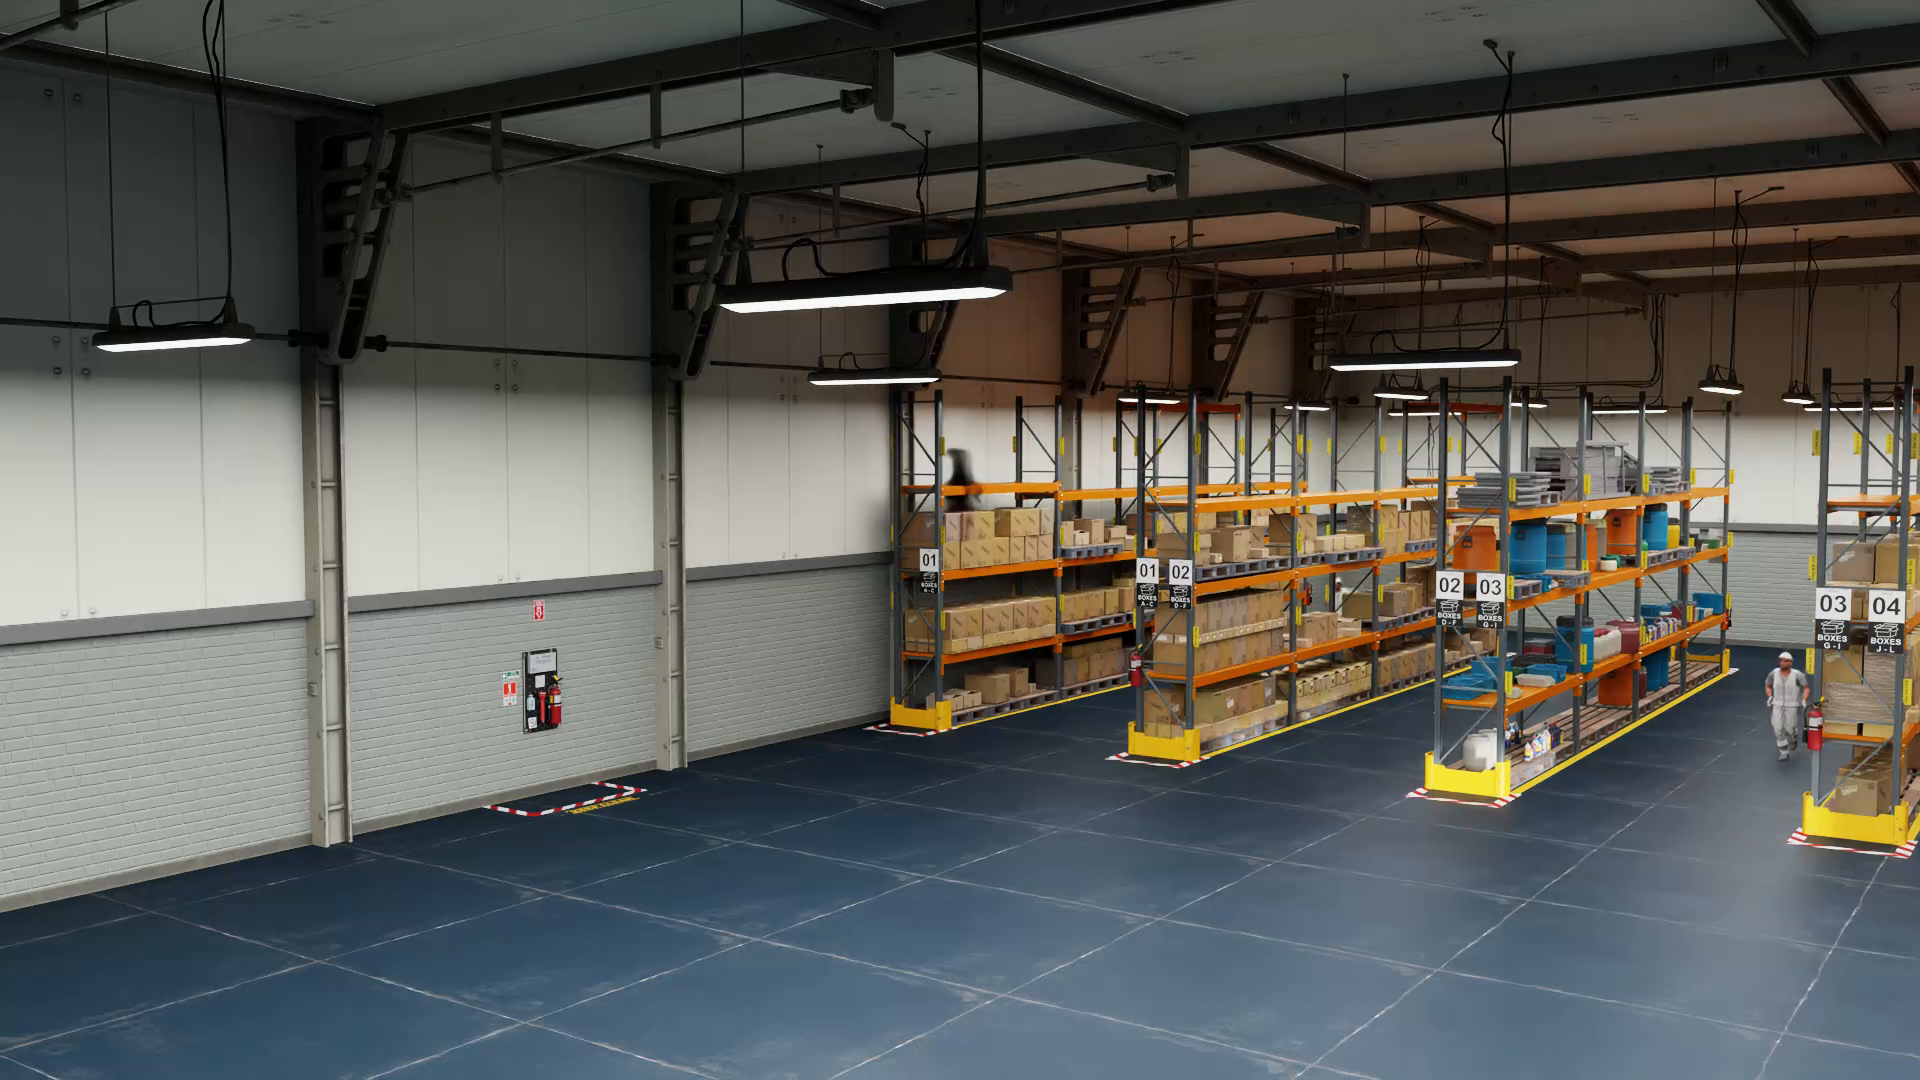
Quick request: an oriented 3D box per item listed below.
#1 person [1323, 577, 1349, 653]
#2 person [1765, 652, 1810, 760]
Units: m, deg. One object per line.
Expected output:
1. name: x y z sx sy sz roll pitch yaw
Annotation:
1. person: 9.211 1.826 40.572 0.664 1.842 0.873 1 3 23
2. person: 13.184 2.646 26.535 0.647 1.728 0.625 2 4 36
